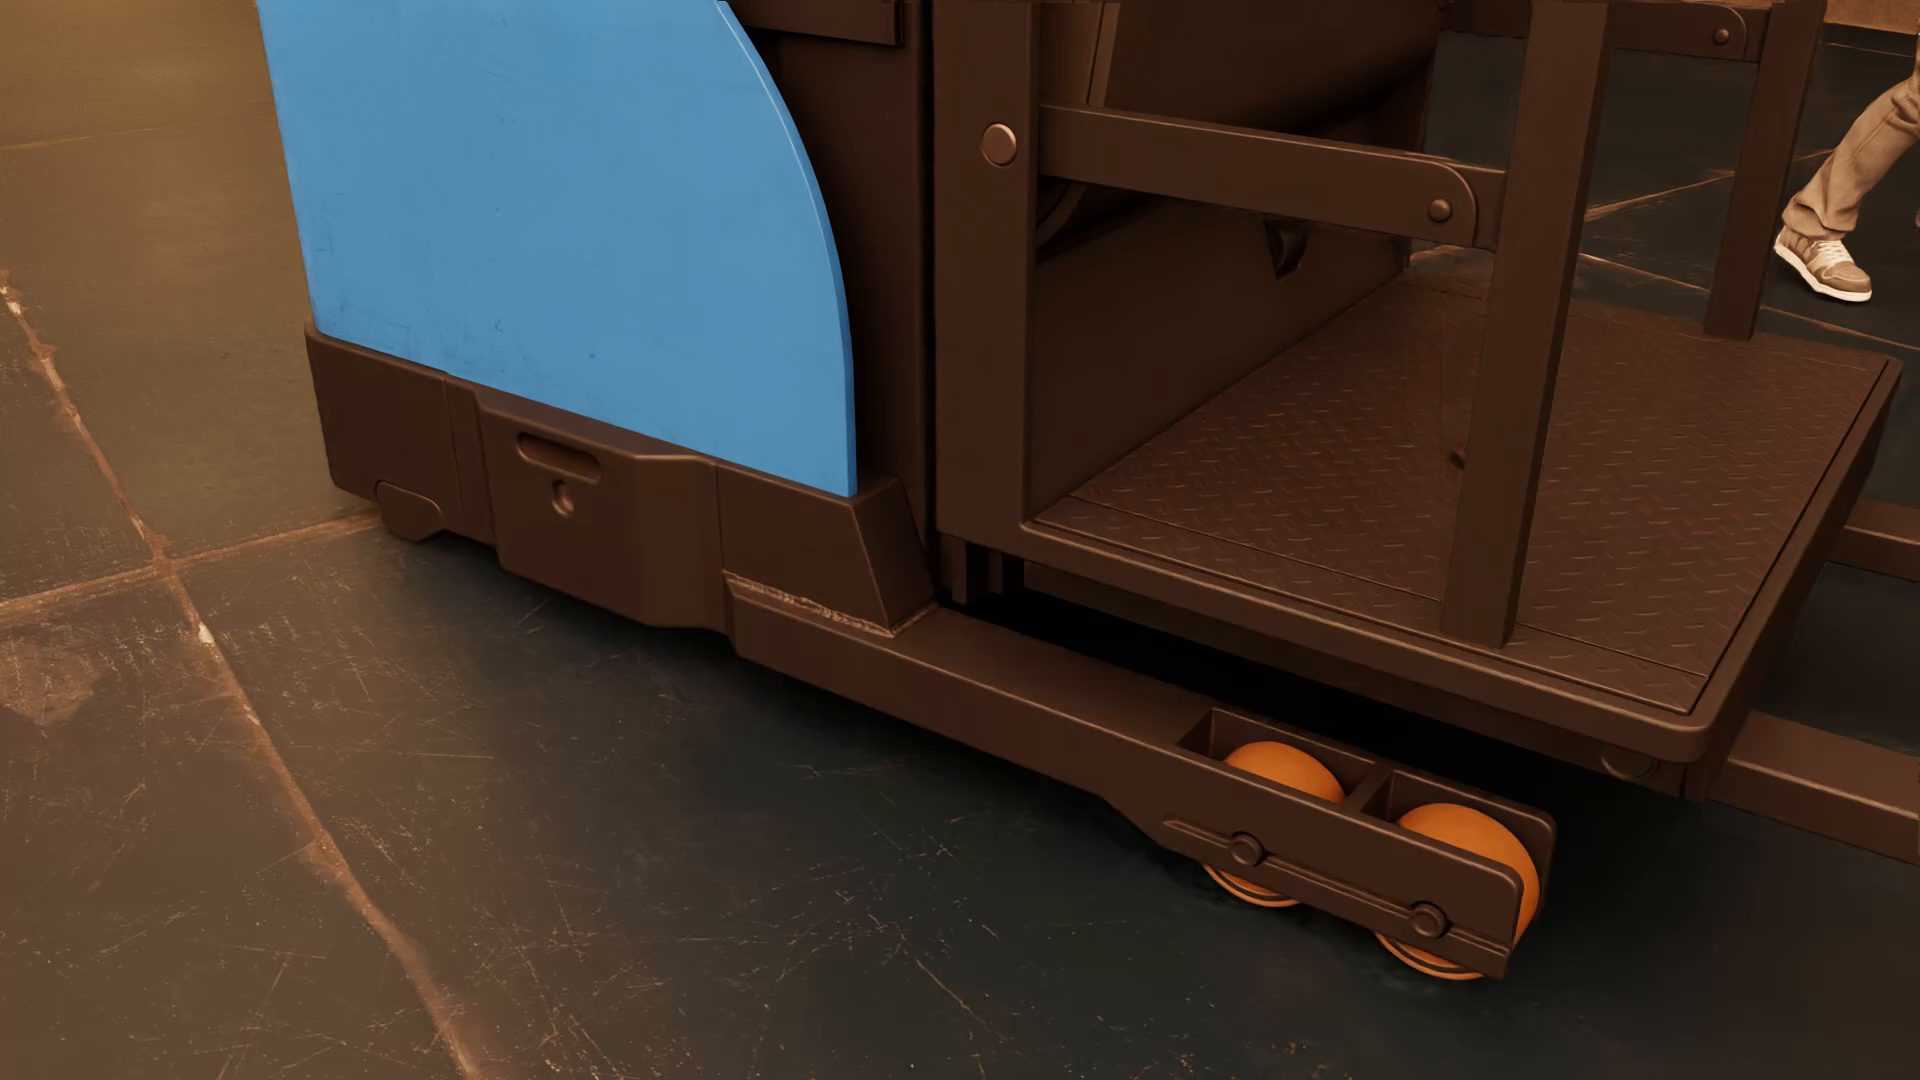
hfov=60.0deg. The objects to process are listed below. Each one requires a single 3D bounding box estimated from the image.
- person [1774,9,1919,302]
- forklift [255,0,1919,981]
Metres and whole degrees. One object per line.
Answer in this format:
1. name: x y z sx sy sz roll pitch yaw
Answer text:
1. person: 1.990 -1.239 3.213 0.725 1.558 0.410 -12 29 -23
2. forklift: 0.537 -1.150 1.524 3.031 2.935 1.130 17 31 31
